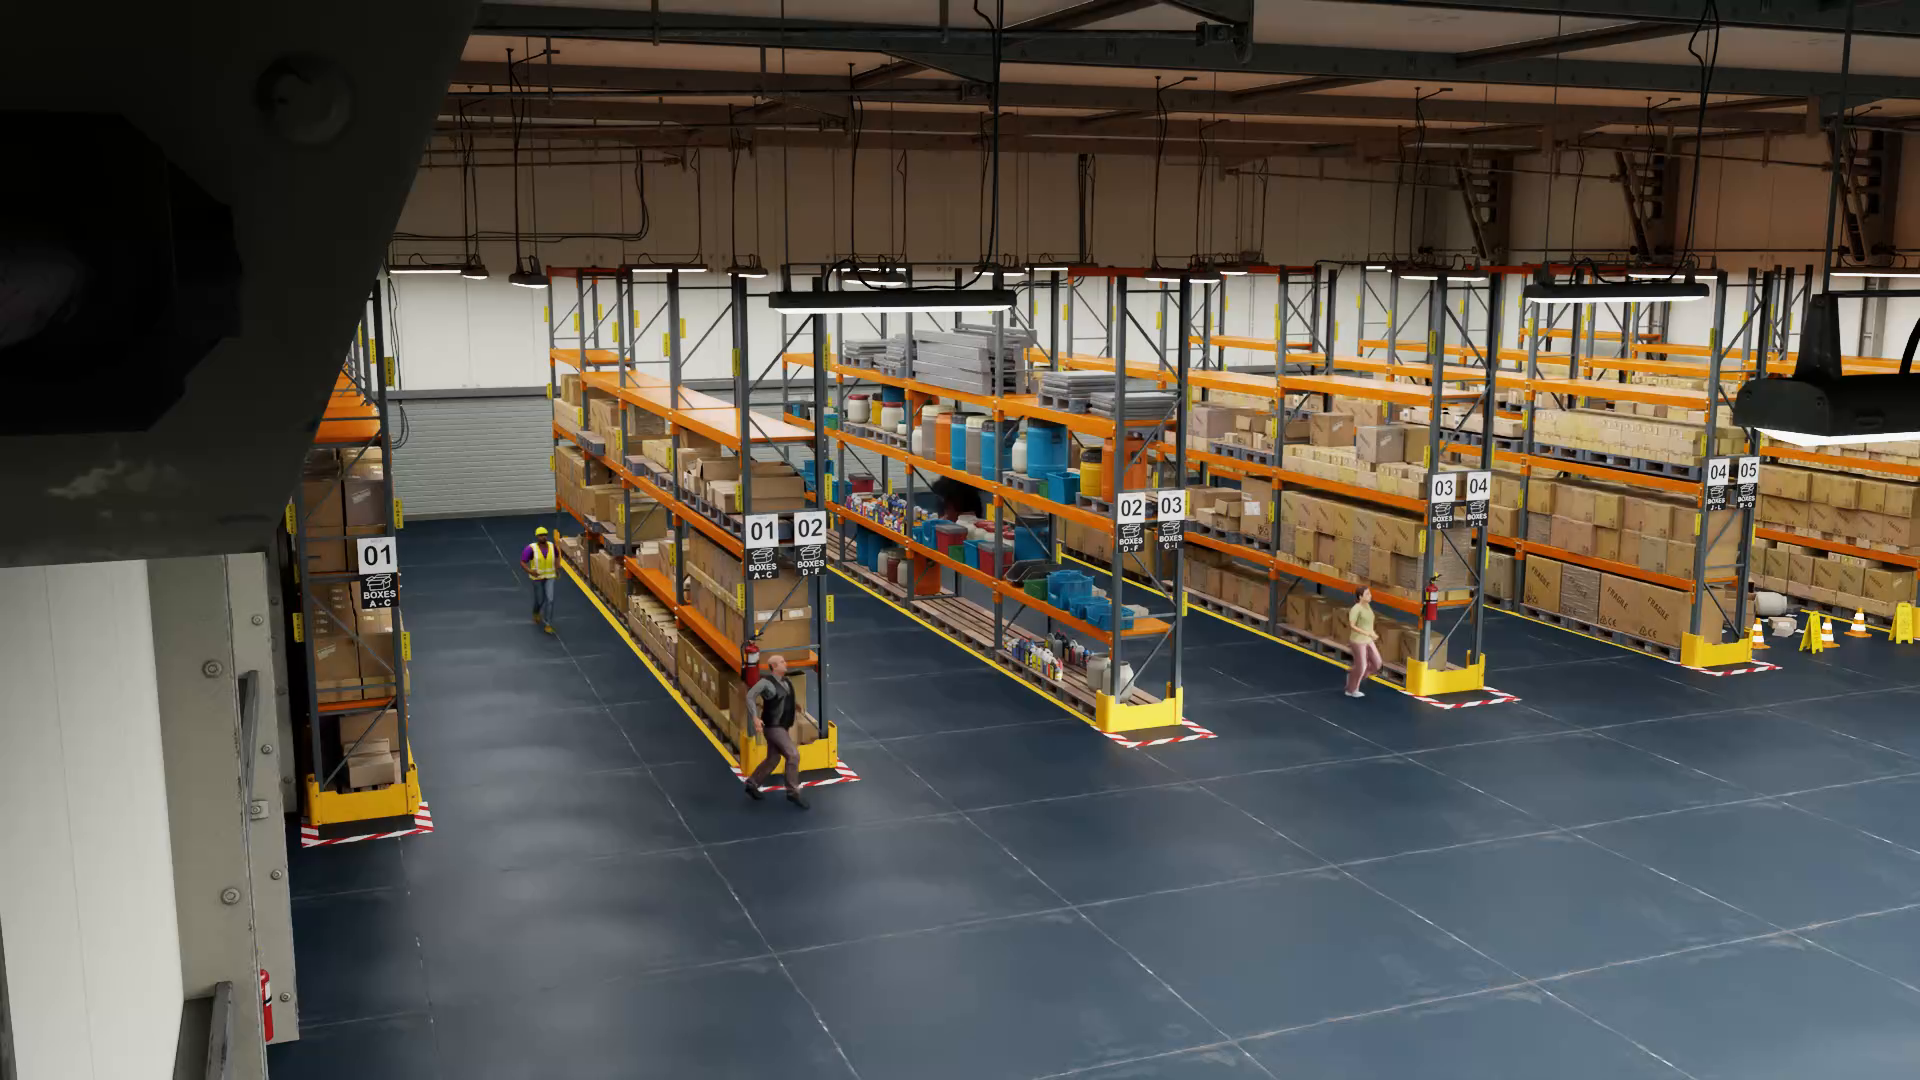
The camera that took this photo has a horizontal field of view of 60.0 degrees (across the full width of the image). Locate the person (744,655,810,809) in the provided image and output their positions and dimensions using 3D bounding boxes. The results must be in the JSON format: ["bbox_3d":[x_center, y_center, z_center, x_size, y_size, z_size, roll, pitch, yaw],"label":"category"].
[{"bbox_3d":[-2.065,2.179,19.195,0.839,1.714,0.651,3,10,17],"label":"person"}]

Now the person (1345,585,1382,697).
[{"bbox_3d":[5.742,1.442,23.612,0.550,1.624,0.617,10,14,44],"label":"person"}]

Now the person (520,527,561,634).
[{"bbox_3d":[-7.016,0.647,27.919,0.703,1.758,0.853,-5,11,-27],"label":"person"}]
